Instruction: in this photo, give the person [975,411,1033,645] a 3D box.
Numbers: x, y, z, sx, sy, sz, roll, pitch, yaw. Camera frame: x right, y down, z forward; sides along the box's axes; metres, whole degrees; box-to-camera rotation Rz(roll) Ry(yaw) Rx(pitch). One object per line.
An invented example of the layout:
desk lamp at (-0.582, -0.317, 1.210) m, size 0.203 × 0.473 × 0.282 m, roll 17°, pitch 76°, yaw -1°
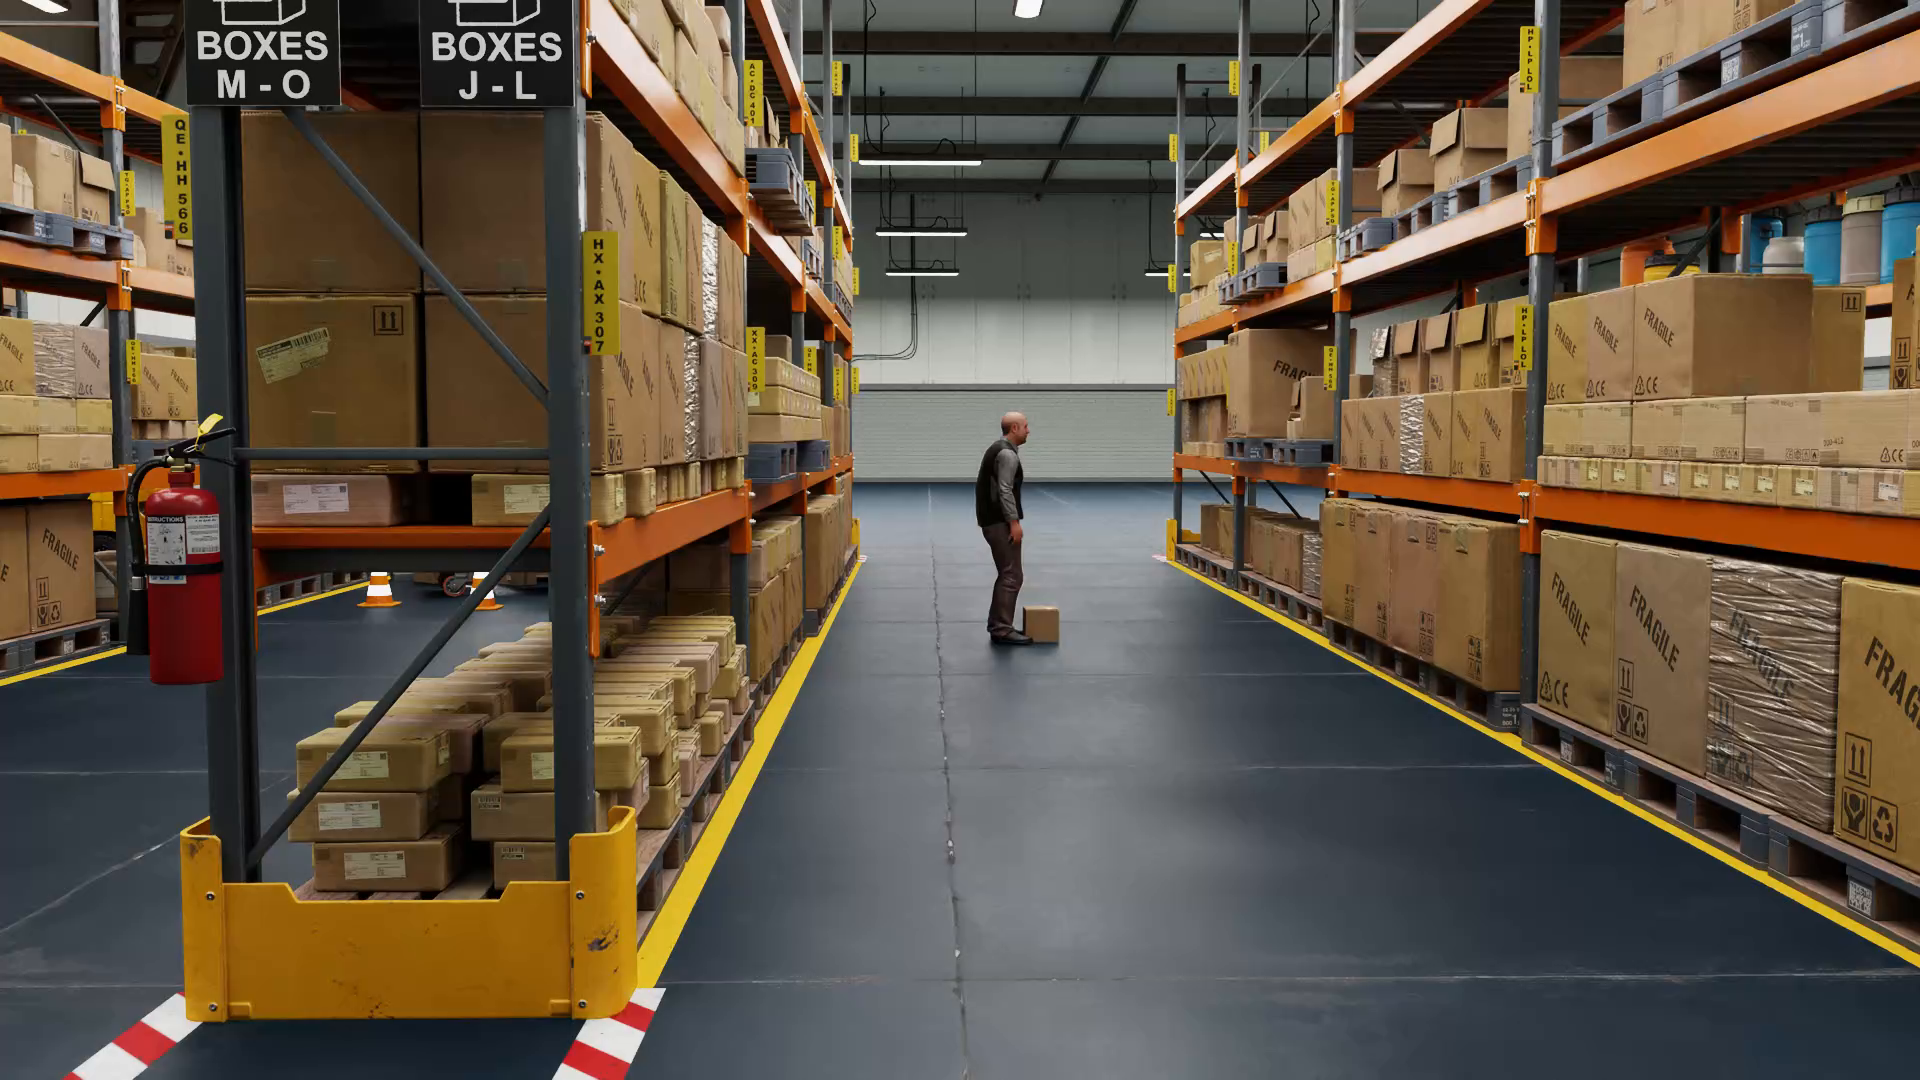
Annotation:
person at (0.324, -0.100, 12.460) m, size 0.414 × 1.721 × 0.594 m, roll 0°, pitch 4°, yaw -5°
